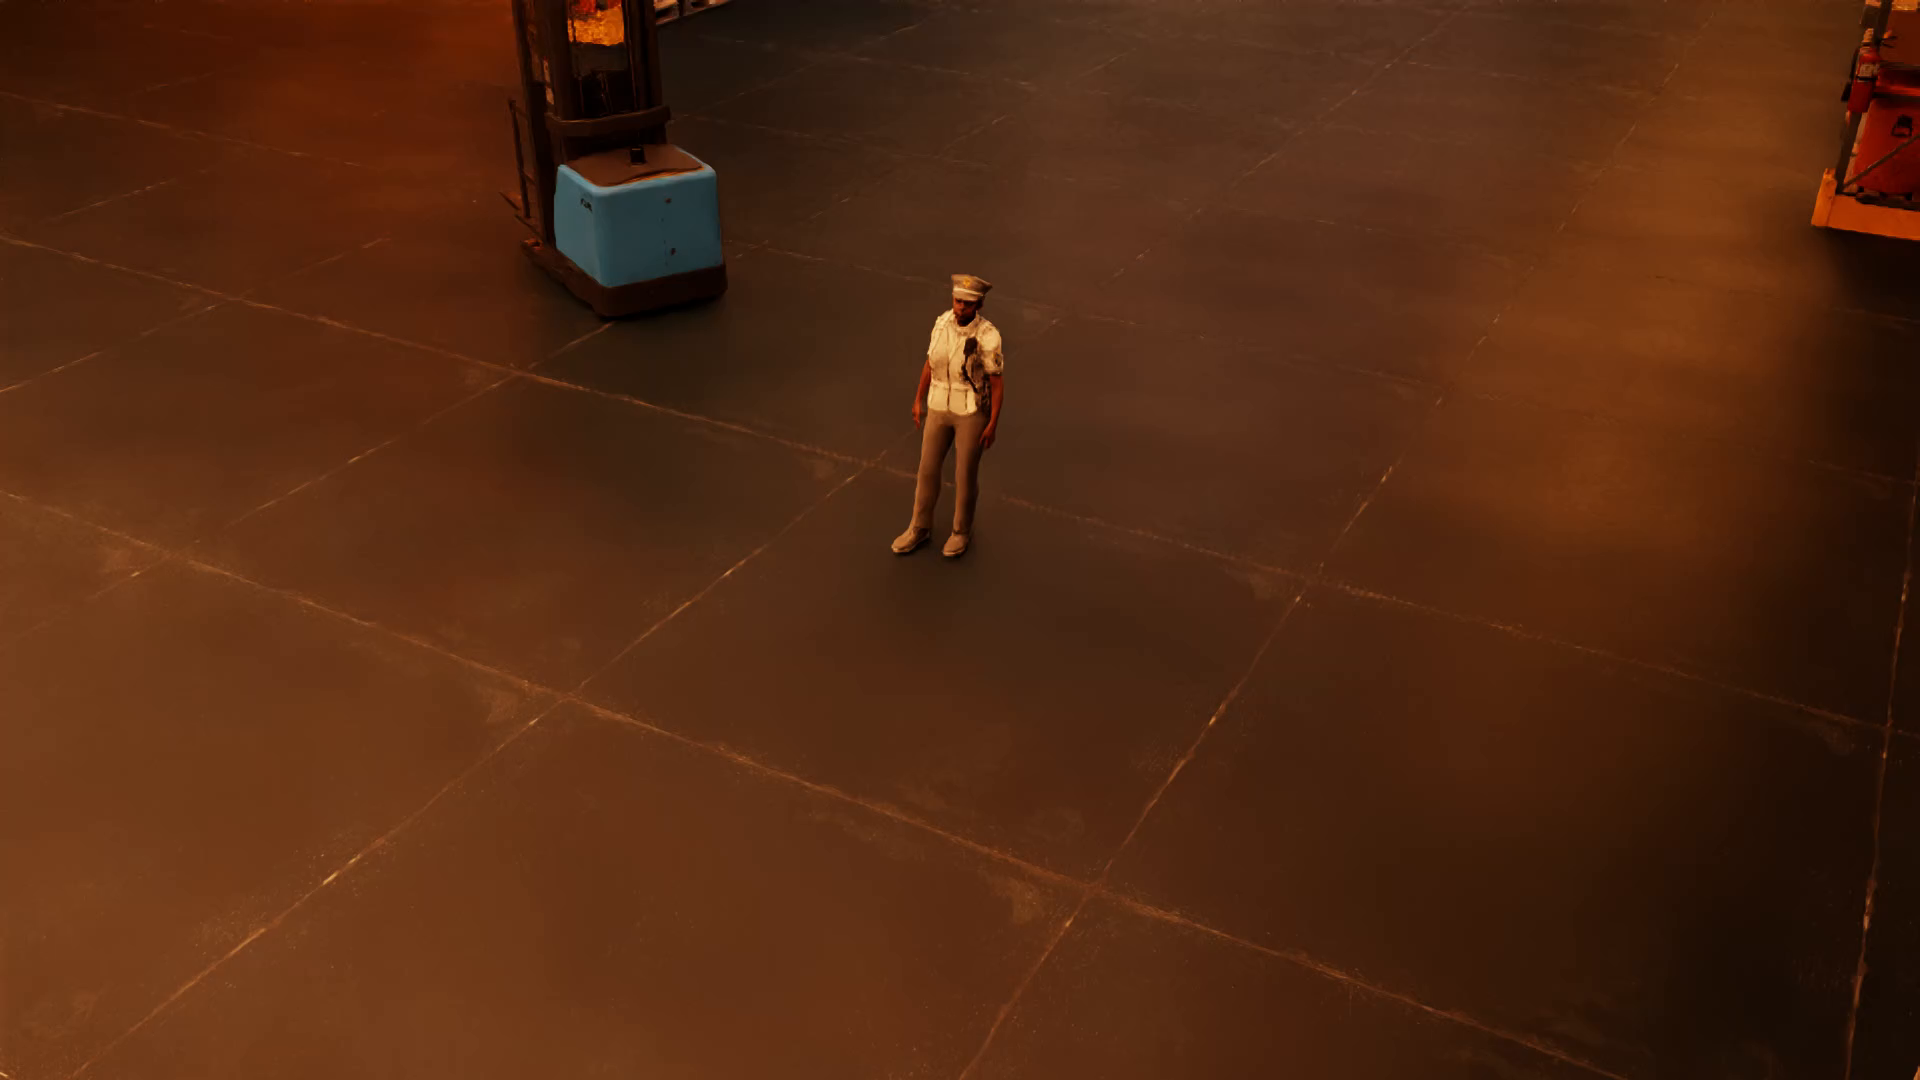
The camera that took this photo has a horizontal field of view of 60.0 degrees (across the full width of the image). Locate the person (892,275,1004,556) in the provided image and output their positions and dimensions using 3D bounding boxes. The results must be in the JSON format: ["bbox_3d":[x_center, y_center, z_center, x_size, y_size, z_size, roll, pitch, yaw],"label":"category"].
[{"bbox_3d":[-0.054,-0.712,9.527,0.570,1.695,0.529,15,33,25],"label":"person"}]

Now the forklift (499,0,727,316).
[{"bbox_3d":[-3.078,-3.695,13.473,1.130,2.935,3.031,-18,34,-28],"label":"forklift"}]
